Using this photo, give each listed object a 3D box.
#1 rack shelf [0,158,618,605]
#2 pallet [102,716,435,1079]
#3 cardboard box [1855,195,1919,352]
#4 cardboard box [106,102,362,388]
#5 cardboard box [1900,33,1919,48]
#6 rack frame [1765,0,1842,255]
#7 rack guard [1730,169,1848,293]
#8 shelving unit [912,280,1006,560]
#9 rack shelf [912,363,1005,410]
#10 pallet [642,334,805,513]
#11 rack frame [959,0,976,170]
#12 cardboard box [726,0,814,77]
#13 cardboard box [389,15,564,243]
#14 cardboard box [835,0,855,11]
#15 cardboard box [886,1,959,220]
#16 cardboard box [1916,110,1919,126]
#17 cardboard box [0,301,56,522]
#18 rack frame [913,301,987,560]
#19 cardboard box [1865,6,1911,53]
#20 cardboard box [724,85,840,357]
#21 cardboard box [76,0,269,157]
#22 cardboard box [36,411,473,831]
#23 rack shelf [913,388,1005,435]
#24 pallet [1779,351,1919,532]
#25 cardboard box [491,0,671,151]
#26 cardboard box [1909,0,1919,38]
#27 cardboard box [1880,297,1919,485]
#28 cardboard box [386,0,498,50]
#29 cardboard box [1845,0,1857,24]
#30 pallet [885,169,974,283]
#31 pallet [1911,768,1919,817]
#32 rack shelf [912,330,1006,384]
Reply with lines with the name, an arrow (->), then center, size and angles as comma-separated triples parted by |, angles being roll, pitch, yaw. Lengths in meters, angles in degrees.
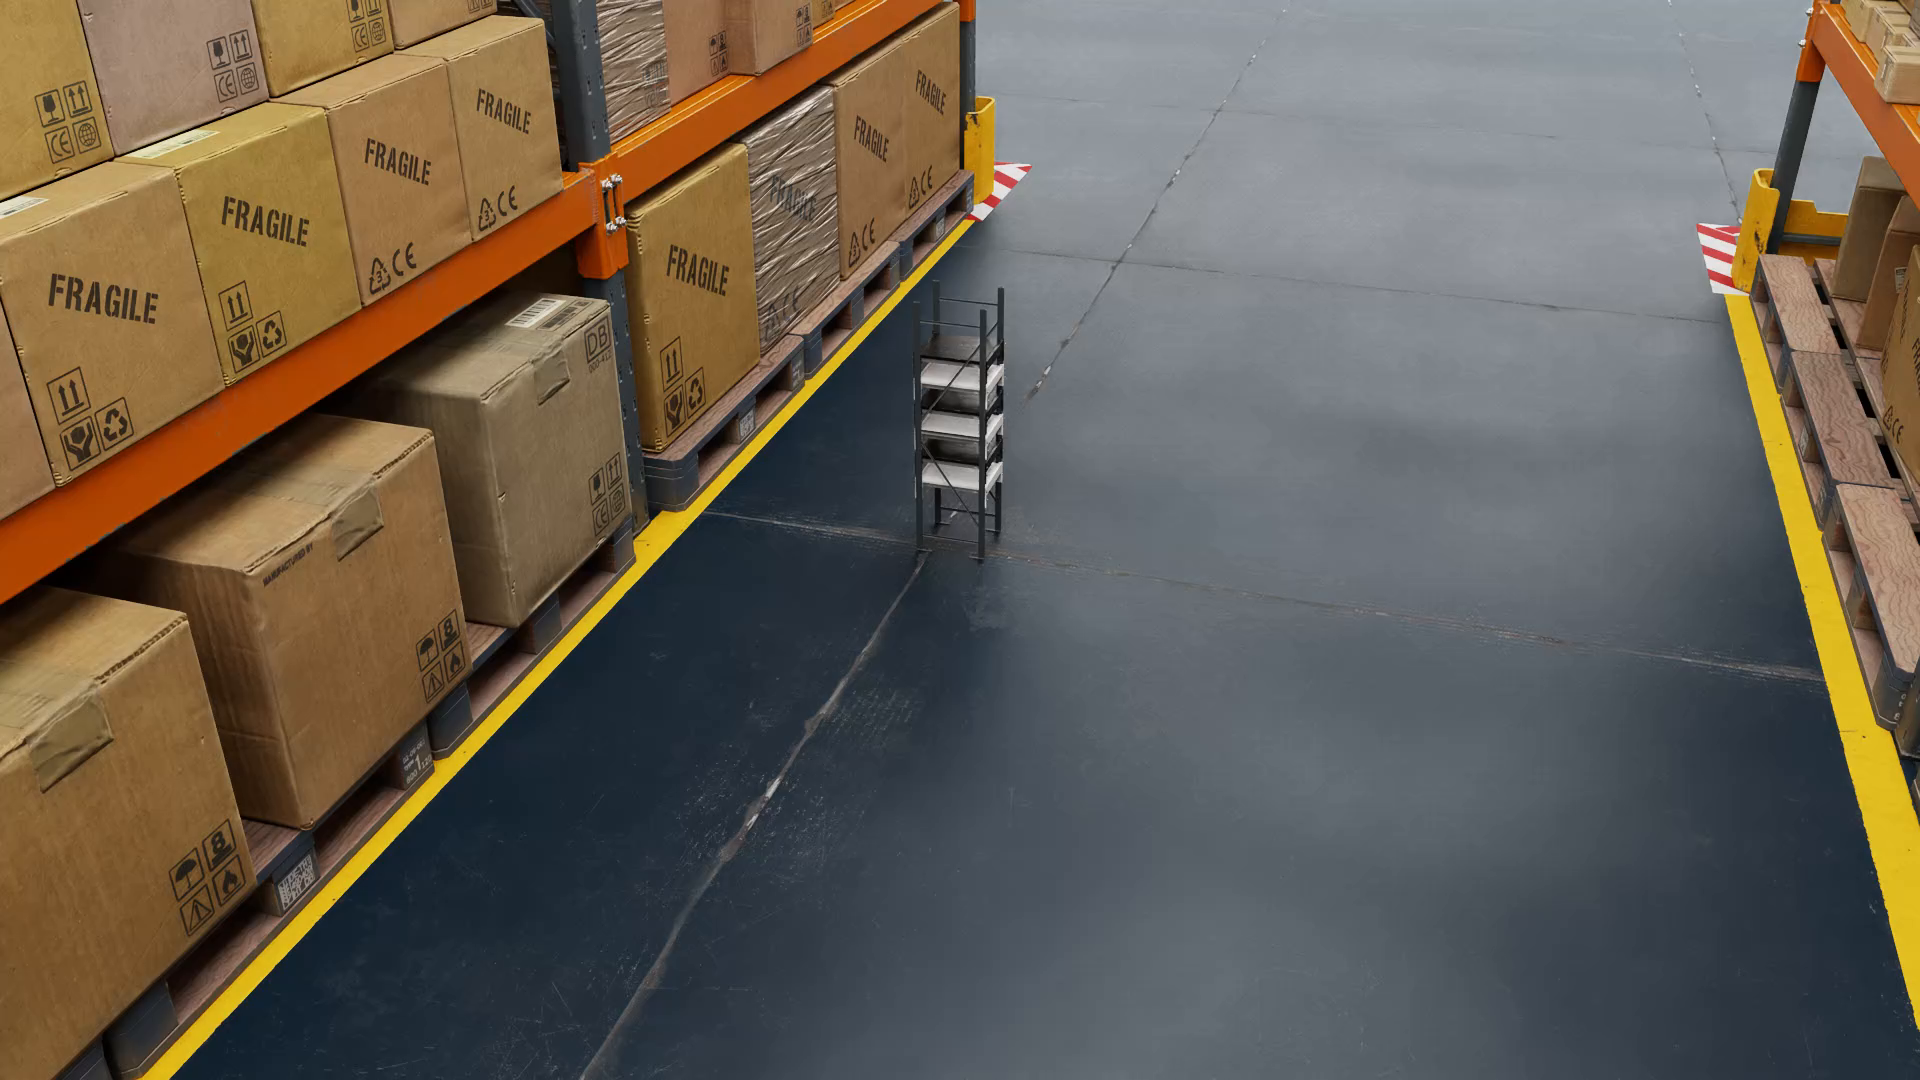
rack shelf -> -2.173, -0.167, 3.705 | 1.077, 0.370, 4.000 | 8, 30, 15
pallet -> -2.097, 0.746, 4.193 | 1.003, 0.211, 1.213 | 8, 30, 15
cardboard box -> 3.958, -1.036, 6.666 | 0.500, 0.500, 0.500 | 17, 33, 28
cardboard box -> -1.780, -0.705, 3.828 | 0.500, 0.500, 0.500 | 9, 30, 15
cardboard box -> 3.628, -1.725, 6.024 | 0.380, 0.149, 0.250 | 8, 30, 15
rack frame -> 4.300, -2.515, 7.186 | 1.000, 3.000, 0.127 | 8, 30, 15
rack guard -> 4.278, -1.388, 7.730 | 1.175, 0.500, 0.348 | 8, 30, 15
shelving unit -> -0.002, -0.389, 5.524 | 0.258, 0.900, 0.210 | 8, 30, 15
rack shelf -> -0.002, -0.518, 5.453 | 0.258, 0.077, 0.200 | 8, 30, 15
pallet -> -1.288, -0.535, 6.494 | 1.003, 0.211, 1.213 | 8, 30, 15
rack frame -> -0.412, -3.270, 8.543 | 1.000, 3.000, 0.127 | 8, 30, 15
cardboard box -> -1.078, -2.143, 6.362 | 0.875, 0.550, 0.550 | 8, 30, 15
cardboard box -> -1.484, -1.174, 4.672 | 0.500, 0.500, 0.500 | 8, 30, 15
cardboard box -> -0.903, -2.656, 7.284 | 0.875, 0.550, 0.550 | 8, 30, 15
cardboard box -> -0.548, -2.201, 8.374 | 0.875, 0.875, 0.875 | 9, 30, 15
cardboard box -> 3.362, -1.384, 5.410 | 0.380, 0.149, 0.250 | 8, 30, 15
cardboard box -> -2.075, -0.237, 2.988 | 0.500, 0.500, 0.500 | 8, 30, 15
rack frame -> -0.032, -0.342, 5.440 | 0.240, 0.900, 0.006 | 8, 30, 15
cardboard box -> 3.755, -1.961, 6.447 | 0.380, 0.149, 0.250 | 8, 30, 15
cardboard box -> -1.074, -1.368, 6.877 | 0.875, 0.875, 0.875 | 9, 30, 15
cardboard box -> -2.024, -1.186, 3.665 | 0.700, 0.500, 0.500 | 9, 30, 15
cardboard box -> -1.969, 0.137, 4.300 | 1.050, 0.750, 0.750 | 8, 30, 15
rack shelf -> -0.002, -0.439, 5.497 | 0.258, 0.077, 0.200 | 8, 30, 15
pallet -> 3.645, -0.324, 6.115 | 1.003, 0.211, 1.213 | 8, 30, 15
cardboard box -> -1.489, -1.650, 5.476 | 0.875, 0.550, 0.550 | 8, 30, 15
cardboard box -> 3.892, -1.962, 5.782 | 0.875, 0.500, 0.500 | 8, 30, 15
cardboard box -> 3.549, -0.495, 5.693 | 0.500, 0.500, 0.500 | 6, 30, 10
cardboard box -> -1.726, -1.660, 4.518 | 0.700, 0.500, 0.500 | 8, 30, 14
cardboard box -> 3.897, -2.194, 6.866 | 0.380, 0.149, 0.250 | 8, 30, 15
pallet -> -0.572, -1.669, 8.533 | 1.003, 0.211, 1.213 | 8, 30, 15
pallet -> 2.899, 0.924, 3.872 | 1.003, 0.211, 1.213 | 8, 30, 15
rack shelf -> -0.002, -0.596, 5.409 | 0.258, 0.077, 0.200 | 8, 30, 15
